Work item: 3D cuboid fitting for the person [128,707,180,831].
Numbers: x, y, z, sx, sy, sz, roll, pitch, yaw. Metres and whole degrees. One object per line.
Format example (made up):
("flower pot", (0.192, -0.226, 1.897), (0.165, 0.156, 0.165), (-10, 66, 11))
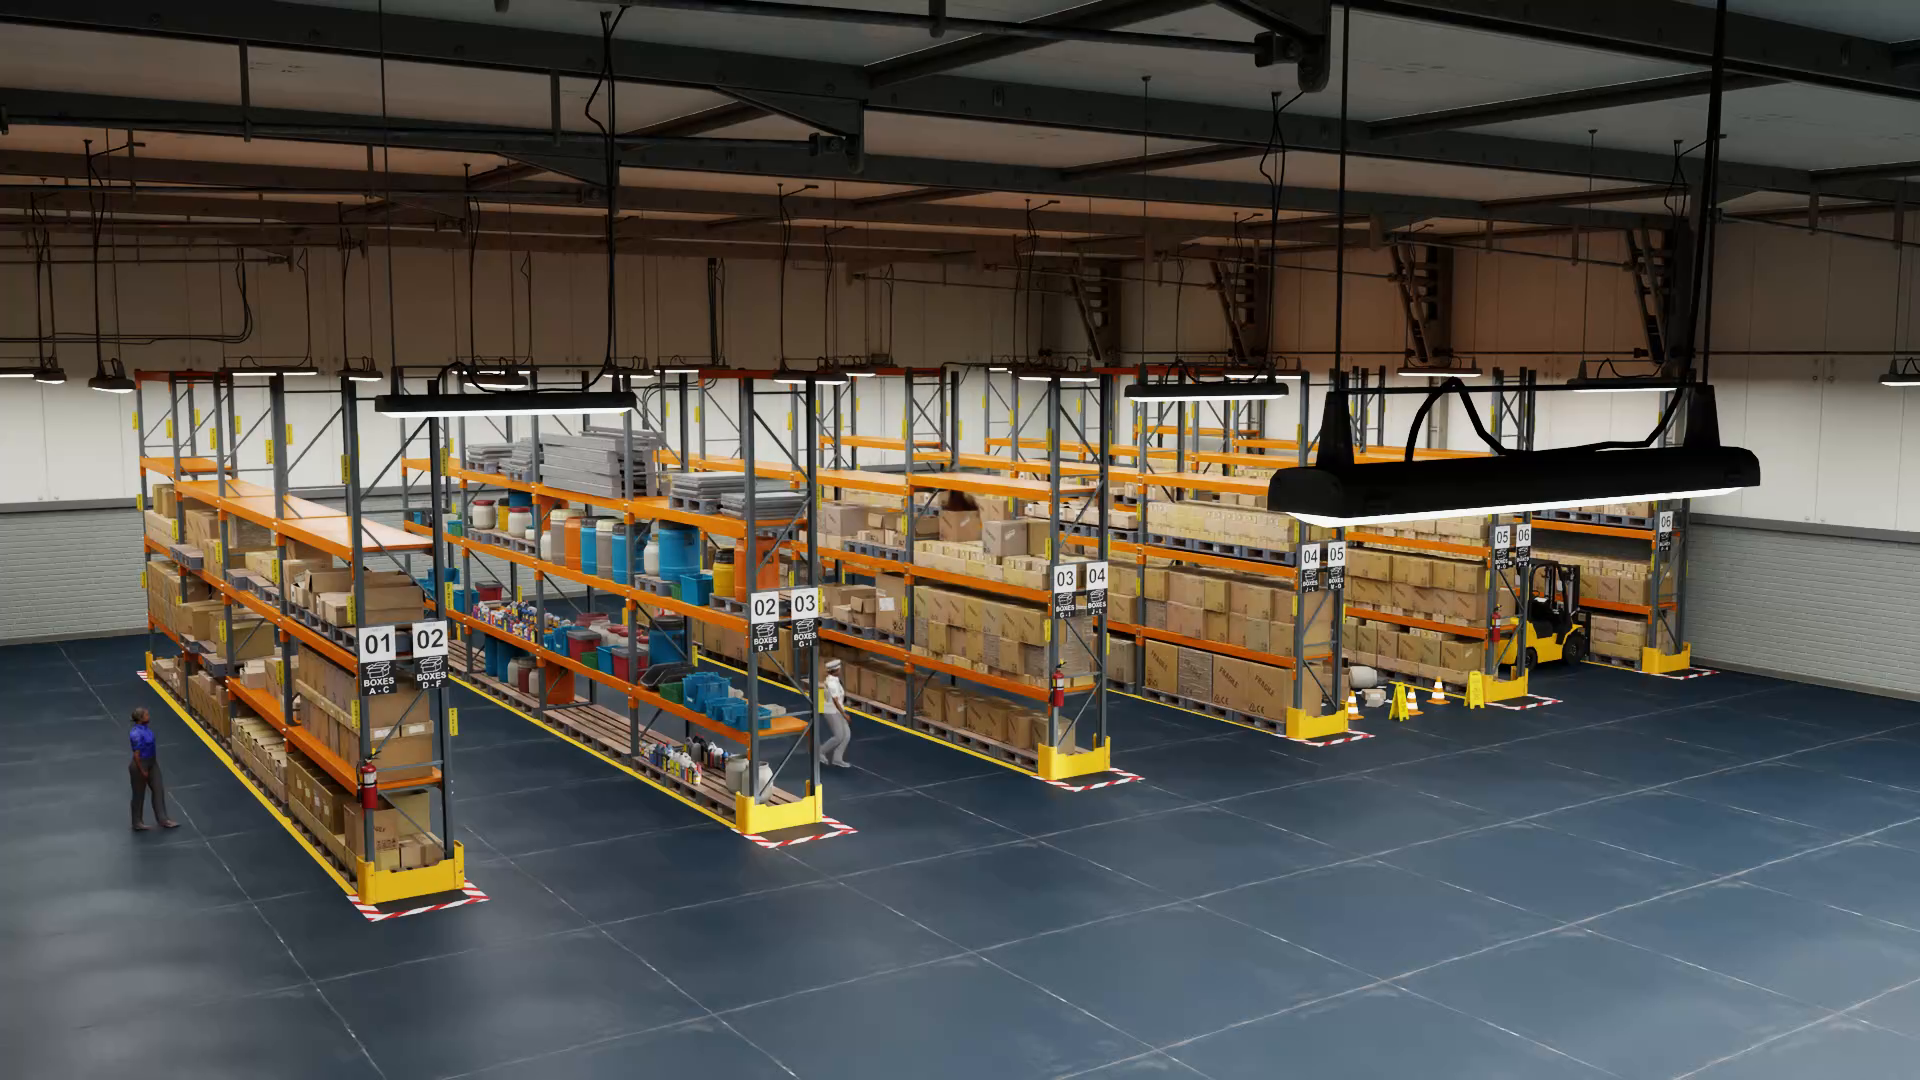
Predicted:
("person", (-10.760, 3.039, 22.075), (0.563, 1.643, 0.465), (2, 7, 15))

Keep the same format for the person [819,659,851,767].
("person", (-1.920, 2.651, 25.483), (0.597, 1.653, 0.580), (1, 6, 5))

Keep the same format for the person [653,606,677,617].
("person", (-5.820, 1.691, 33.190), (0.562, 1.738, 0.979), (-3, 7, -24))

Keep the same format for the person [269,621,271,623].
("person", (-15.513, 1.337, 36.952), (0.571, 1.671, 0.517), (-4, 8, -34))
